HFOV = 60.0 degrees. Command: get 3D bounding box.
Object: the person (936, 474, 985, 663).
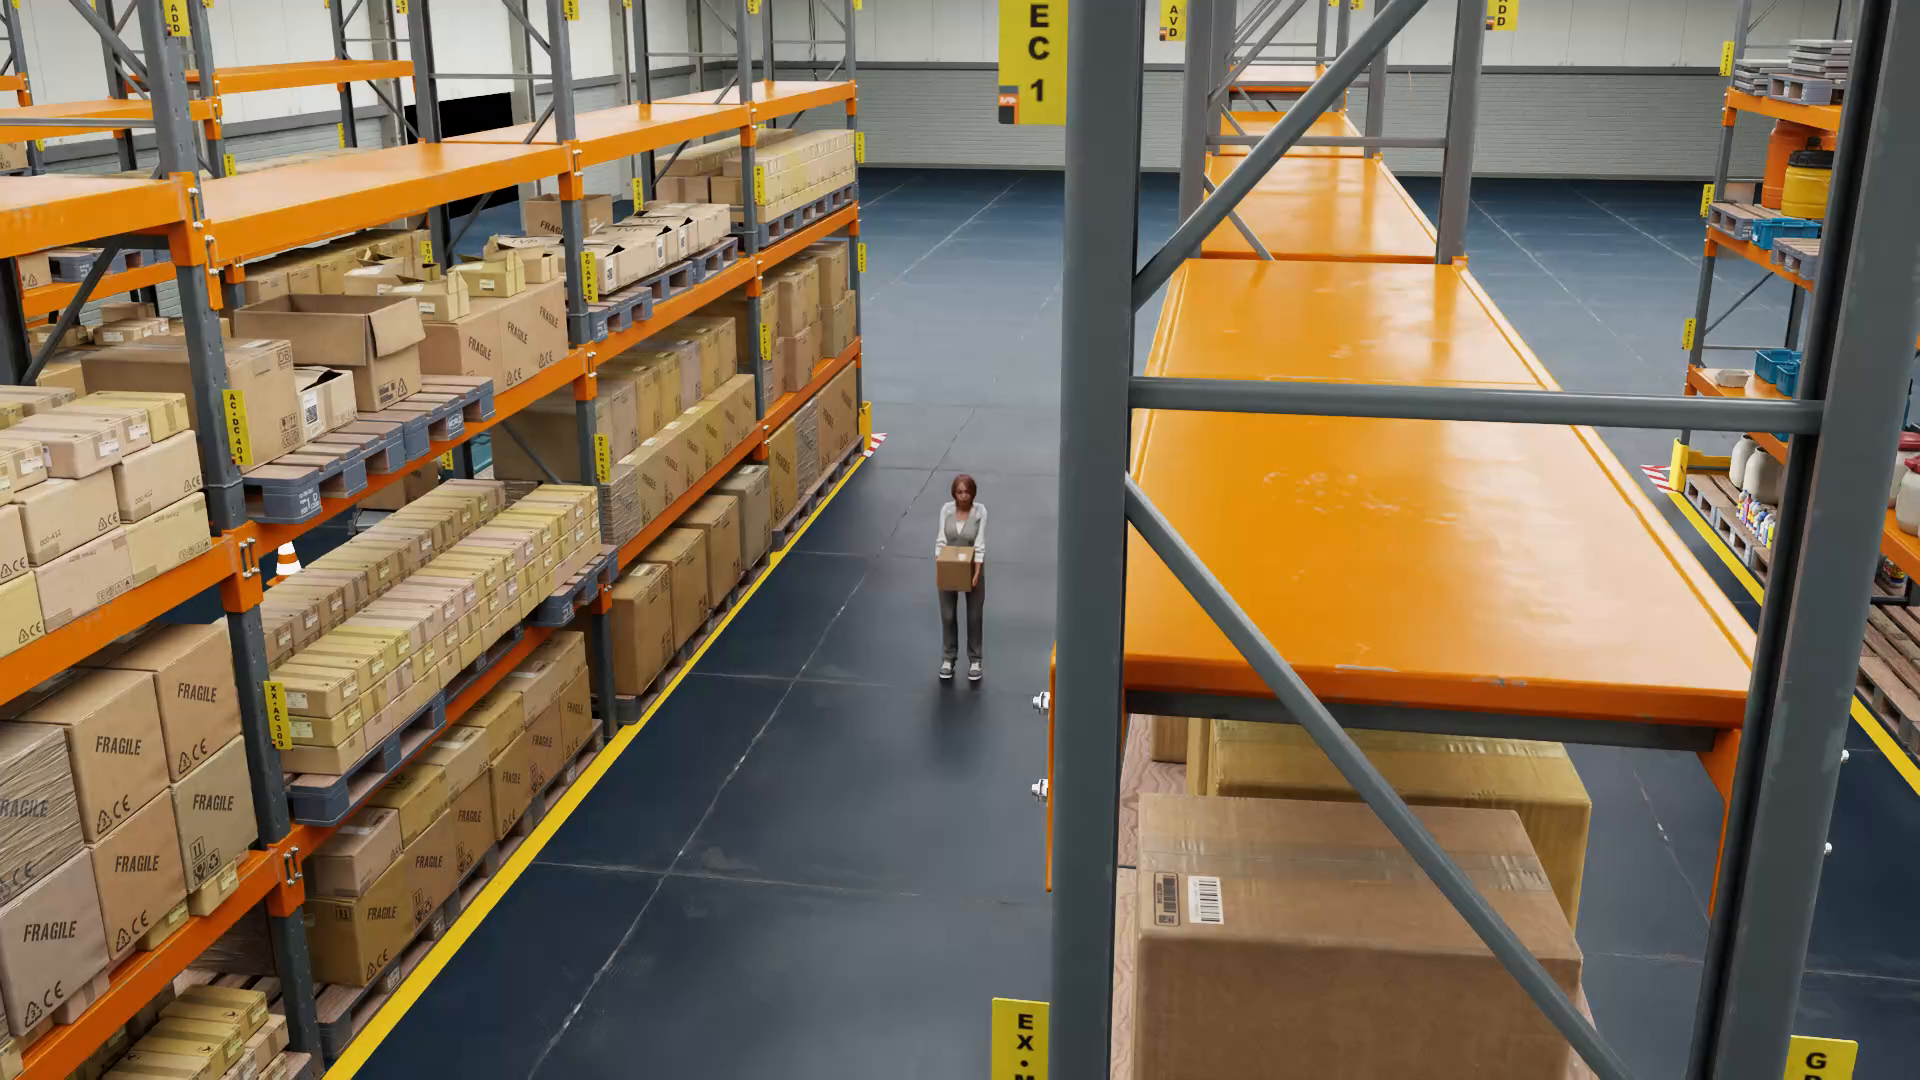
[{"bbox_3d":[0.005,0.266,12.558,0.358,1.528,0.496,3,18,8],"label":"person"}]
